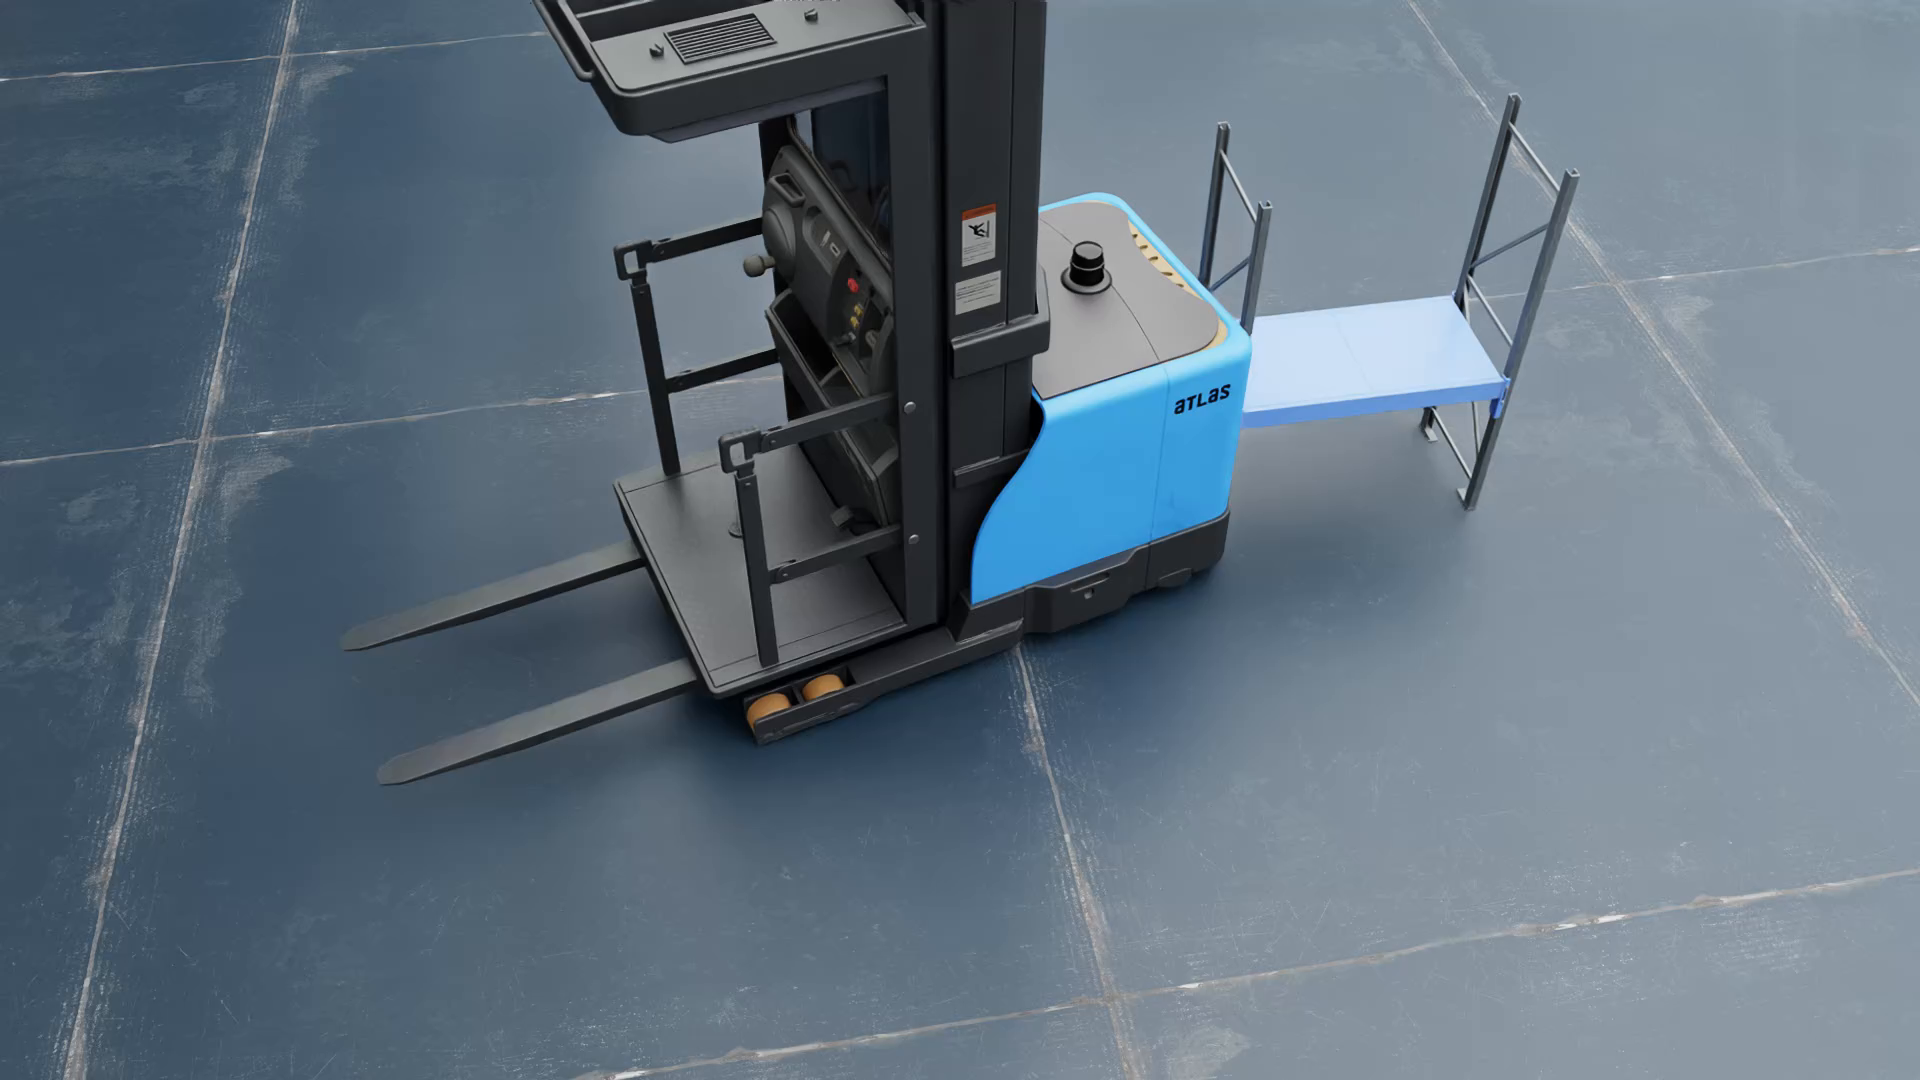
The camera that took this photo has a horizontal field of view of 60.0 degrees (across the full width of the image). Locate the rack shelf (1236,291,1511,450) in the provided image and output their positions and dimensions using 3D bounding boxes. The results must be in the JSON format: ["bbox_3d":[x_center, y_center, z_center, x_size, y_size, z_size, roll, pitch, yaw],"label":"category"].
[{"bbox_3d":[1.413,-0.625,6.060,1.000,0.185,0.538,-7,47,-7],"label":"rack shelf"}]

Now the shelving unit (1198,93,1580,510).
[{"bbox_3d":[1.413,-0.749,5.930,1.048,1.500,0.538,-7,47,-7],"label":"shelving unit"}]

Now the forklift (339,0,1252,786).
[{"bbox_3d":[-0.588,-0.777,4.963,3.031,2.935,1.130,-19,49,-17],"label":"forklift"}]

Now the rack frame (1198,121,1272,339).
[{"bbox_3d":[0.912,-0.686,5.869,0.032,1.500,0.500,-7,47,-7],"label":"rack frame"}]

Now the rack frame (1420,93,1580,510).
[{"bbox_3d":[1.913,-0.813,5.992,0.032,1.500,0.500,-7,47,-7],"label":"rack frame"}]
